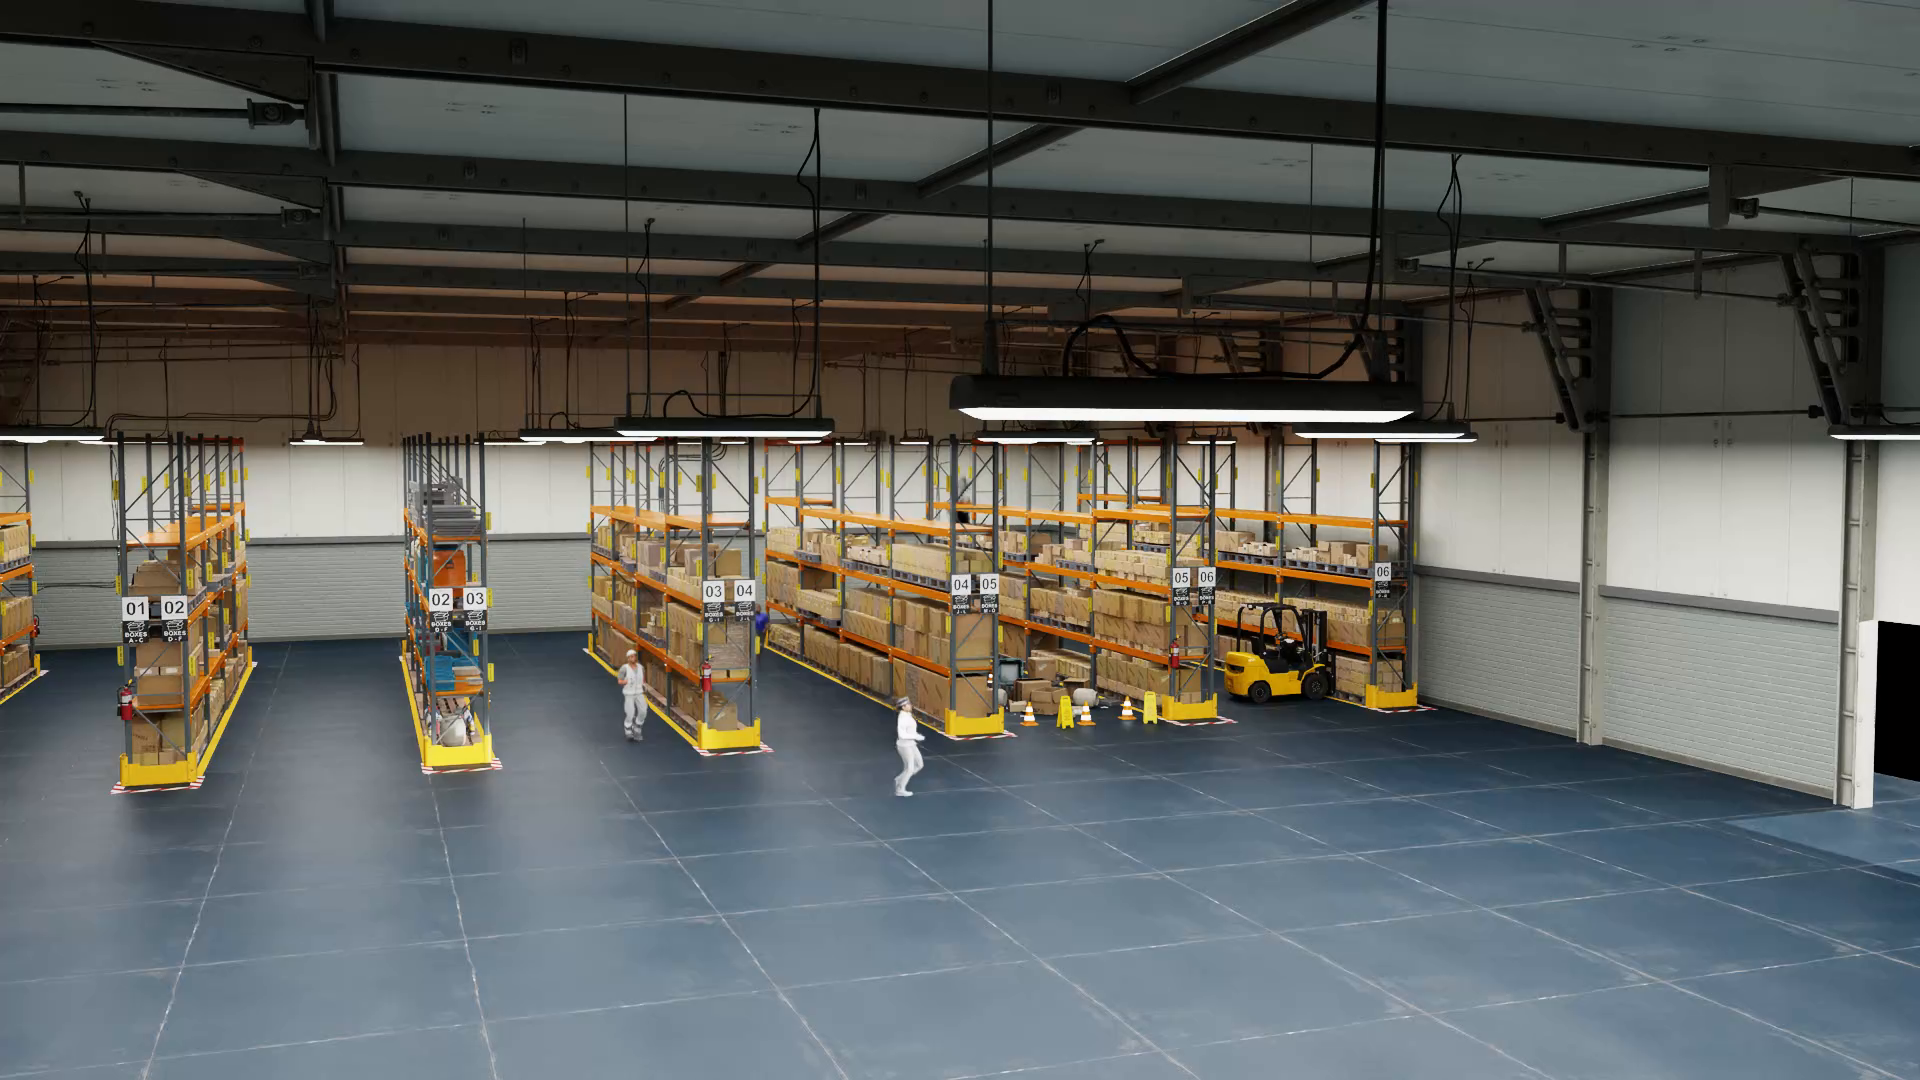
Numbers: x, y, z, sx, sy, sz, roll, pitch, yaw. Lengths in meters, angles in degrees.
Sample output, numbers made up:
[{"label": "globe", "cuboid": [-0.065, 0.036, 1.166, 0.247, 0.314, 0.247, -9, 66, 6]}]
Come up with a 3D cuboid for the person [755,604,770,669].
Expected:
[{"label": "person", "cuboid": [-5.256, 2.498, 43.452, 0.578, 1.685, 0.776, -1, 3, -12]}]

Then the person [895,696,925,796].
[{"label": "person", "cuboid": [-0.815, 3.375, 27.276, 0.539, 1.649, 0.603, 1, 3, 11]}]

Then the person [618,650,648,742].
[{"label": "person", "cuboid": [-6.337, 3.039, 32.370, 0.635, 1.809, 0.681, -2, 4, -32]}]

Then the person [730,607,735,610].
[{"label": "person", "cuboid": [-6.383, 2.256, 46.650, 0.669, 1.792, 0.828, -1, 3, -11]}]
